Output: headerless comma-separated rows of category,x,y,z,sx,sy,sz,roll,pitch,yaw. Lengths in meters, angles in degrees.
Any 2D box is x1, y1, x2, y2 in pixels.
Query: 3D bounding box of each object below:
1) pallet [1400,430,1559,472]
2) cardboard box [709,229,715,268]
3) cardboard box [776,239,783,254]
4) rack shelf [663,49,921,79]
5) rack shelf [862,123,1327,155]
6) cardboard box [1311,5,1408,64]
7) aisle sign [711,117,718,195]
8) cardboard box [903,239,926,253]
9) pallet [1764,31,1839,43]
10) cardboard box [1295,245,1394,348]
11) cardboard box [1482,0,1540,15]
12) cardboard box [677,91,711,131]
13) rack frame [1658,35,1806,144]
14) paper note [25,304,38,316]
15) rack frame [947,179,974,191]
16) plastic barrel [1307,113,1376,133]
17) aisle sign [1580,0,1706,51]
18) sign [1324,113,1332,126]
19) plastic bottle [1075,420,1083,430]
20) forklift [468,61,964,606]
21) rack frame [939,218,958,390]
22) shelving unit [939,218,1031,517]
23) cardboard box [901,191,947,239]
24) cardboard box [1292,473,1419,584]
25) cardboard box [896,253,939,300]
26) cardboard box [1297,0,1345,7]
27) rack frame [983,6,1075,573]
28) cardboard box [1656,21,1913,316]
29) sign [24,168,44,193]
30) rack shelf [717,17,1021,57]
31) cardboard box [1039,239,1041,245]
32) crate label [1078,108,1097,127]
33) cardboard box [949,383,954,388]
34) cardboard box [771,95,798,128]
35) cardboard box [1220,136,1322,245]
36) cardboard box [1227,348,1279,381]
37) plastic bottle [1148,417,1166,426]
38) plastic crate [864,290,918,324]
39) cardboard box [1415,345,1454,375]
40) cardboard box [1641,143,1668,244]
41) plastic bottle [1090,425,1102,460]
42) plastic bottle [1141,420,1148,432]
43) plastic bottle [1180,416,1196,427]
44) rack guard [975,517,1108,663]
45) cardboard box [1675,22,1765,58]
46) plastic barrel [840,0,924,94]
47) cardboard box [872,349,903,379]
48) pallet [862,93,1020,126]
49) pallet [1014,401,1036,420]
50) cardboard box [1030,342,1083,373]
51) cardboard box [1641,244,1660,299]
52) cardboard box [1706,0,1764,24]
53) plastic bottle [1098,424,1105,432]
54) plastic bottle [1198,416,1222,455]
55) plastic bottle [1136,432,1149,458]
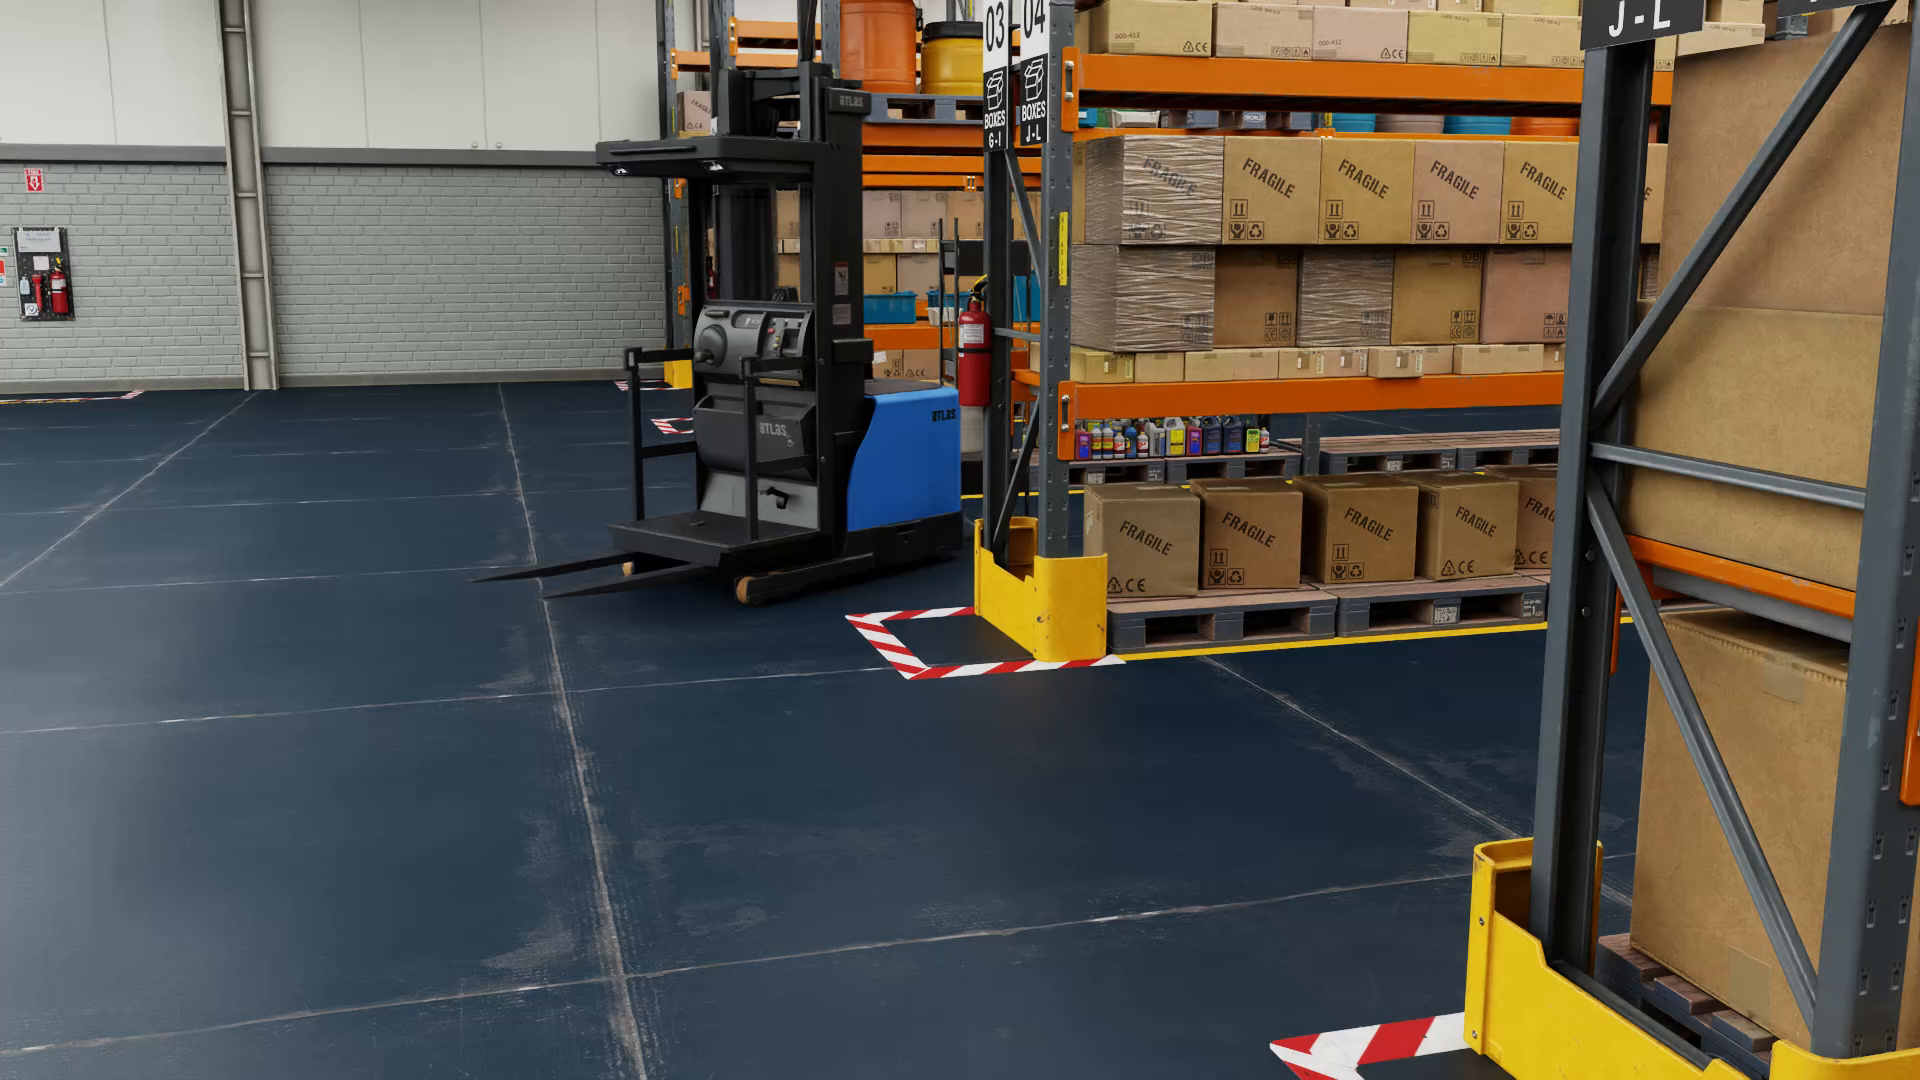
pallet,4.691,-0.798,14.799,1.213,0.211,1.003,-3,11,-16
cardboard box,-3.293,-3.857,22.002,0.500,0.500,0.500,-3,11,-16
cardboard box,-2.011,-3.070,17.371,0.250,0.149,0.380,-3,11,-16
rack shelf,-1.916,-6.277,22.282,4.000,0.370,1.077,-3,11,-16
rack shelf,0.854,-3.081,13.199,4.000,0.370,1.077,-3,11,-16
cardboard box,1.823,-2.430,8.089,0.500,0.250,0.500,-3,11,-16
aisle sign,-2.593,-4.046,17.558,0.004,0.787,0.394,-3,11,-16
cardboard box,-0.535,-3.148,17.792,0.250,0.149,0.380,-3,11,-15
pallet,4.781,-2.595,9.093,1.003,0.211,1.213,-3,11,-16
cardboard box,1.792,-1.280,8.615,0.500,0.500,0.875,-3,11,-16
cardboard box,2.663,-2.663,8.255,0.250,0.149,0.380,-2,11,-13
cardboard box,-3.398,-5.584,21.714,0.500,0.500,0.500,-4,11,-20
rack frame,4.158,-1.200,9.278,0.127,3.000,1.000,-3,11,-16
paper note,-11.739,-2.914,21.023,0.142,0.148,0.016,-3,11,-16
rack frame,0.005,-3.783,23.310,0.127,3.000,1.000,-3,11,-16
plastic barrel,3.201,-3.846,13.983,0.708,0.901,0.600,-3,11,-16
aisle sign,1.455,-1.457,3.496,0.004,0.787,0.394,-3,11,-16
sign,2.917,-3.444,13.160,0.005,0.325,0.100,-3,11,-16
plastic bottle,0.957,-0.919,14.063,0.135,0.276,0.152,-3,11,-18
forklift,-1.327,-1.181,9.369,1.130,2.935,3.031,9,14,40
rack frame,-0.075,-1.029,10.835,0.015,2.100,0.400,-3,11,-16
shelving unit,0.159,-1.041,10.902,0.503,2.100,0.431,-3,11,-16
cardboard box,-0.477,-3.509,17.965,0.500,0.500,0.700,-3,11,-16
cardboard box,2.093,-0.068,8.873,0.500,0.500,0.500,-2,11,-11
cardboard box,-0.510,-2.869,18.069,0.500,0.500,0.700,-3,11,-14
cardboard box,1.647,-2.612,7.978,0.250,0.149,0.380,-3,11,-16
rack frame,0.318,-0.997,8.178,0.127,3.000,1.000,-3,11,-16
cardboard box,1.974,-0.747,3.421,0.550,0.550,0.875,-3,11,-16
sign,-11.585,-4.501,20.809,0.199,0.298,0.001,-3,11,-16
rack shelf,-0.527,-5.221,17.642,4.000,0.370,1.077,-3,11,-16
cardboard box,0.703,-3.213,18.148,0.250,0.149,0.380,-3,11,-18
crate label,0.823,-3.298,12.800,0.408,0.251,0.502,-3,11,-16
cardboard box,0.050,-1.663,18.231,0.500,0.250,0.500,-3,11,-16
cardboard box,-1.895,-4.549,17.356,0.637,0.503,0.797,-2,11,-12
cardboard box,1.404,-1.689,8.077,0.500,0.500,0.500,-3,11,-16
cardboard box,1.382,-0.882,8.248,0.250,0.149,0.380,-3,11,-16
plastic bottle,1.702,-0.996,14.273,0.185,0.351,0.144,-4,11,-18
plastic crate,-0.670,-1.862,13.289,0.616,0.251,0.499,-3,11,-16
cardboard box,2.328,-0.941,8.569,0.250,0.149,0.380,-3,11,-16
cardboard box,3.323,-1.791,8.629,0.500,0.500,0.500,-3,11,-16
plastic bottle,1.090,-0.788,13.361,0.097,0.271,0.097,0,10,0
plastic bottle,1.554,-0.843,13.630,0.133,0.283,0.061,-3,11,-16
plastic bottle,1.923,-0.980,14.189,0.185,0.351,0.144,-3,11,-16
rack guard,0.391,0.228,8.426,0.348,0.500,1.175,-3,11,-16
cardboard box,3.793,-2.533,8.648,0.500,0.250,0.500,-3,11,-14
plastic barrel,-0.636,-3.798,12.761,0.708,0.830,0.600,-3,11,-16
cardboard box,-0.915,-1.984,17.903,0.500,0.500,0.500,-3,11,-16
pallet,-0.245,-3.265,12.736,1.213,0.211,1.003,-3,11,-16
pallet,0.618,-1.518,18.707,1.213,0.211,1.003,-3,11,-16
cardboard box,0.534,-0.924,8.474,0.250,0.149,0.380,-3,11,-16
cardboard box,3.709,-1.383,9.177,0.500,0.500,0.875,-3,11,-16
cardboard box,3.927,-2.730,8.622,0.250,0.149,0.380,-3,11,-14
plastic bottle,1.191,-0.873,14.017,0.097,0.201,0.097,0,10,0
plastic bottle,2.052,-0.882,13.653,0.185,0.351,0.144,-4,11,-19
plastic bottle,1.479,-0.774,13.479,0.097,0.201,0.097,0,10,0
